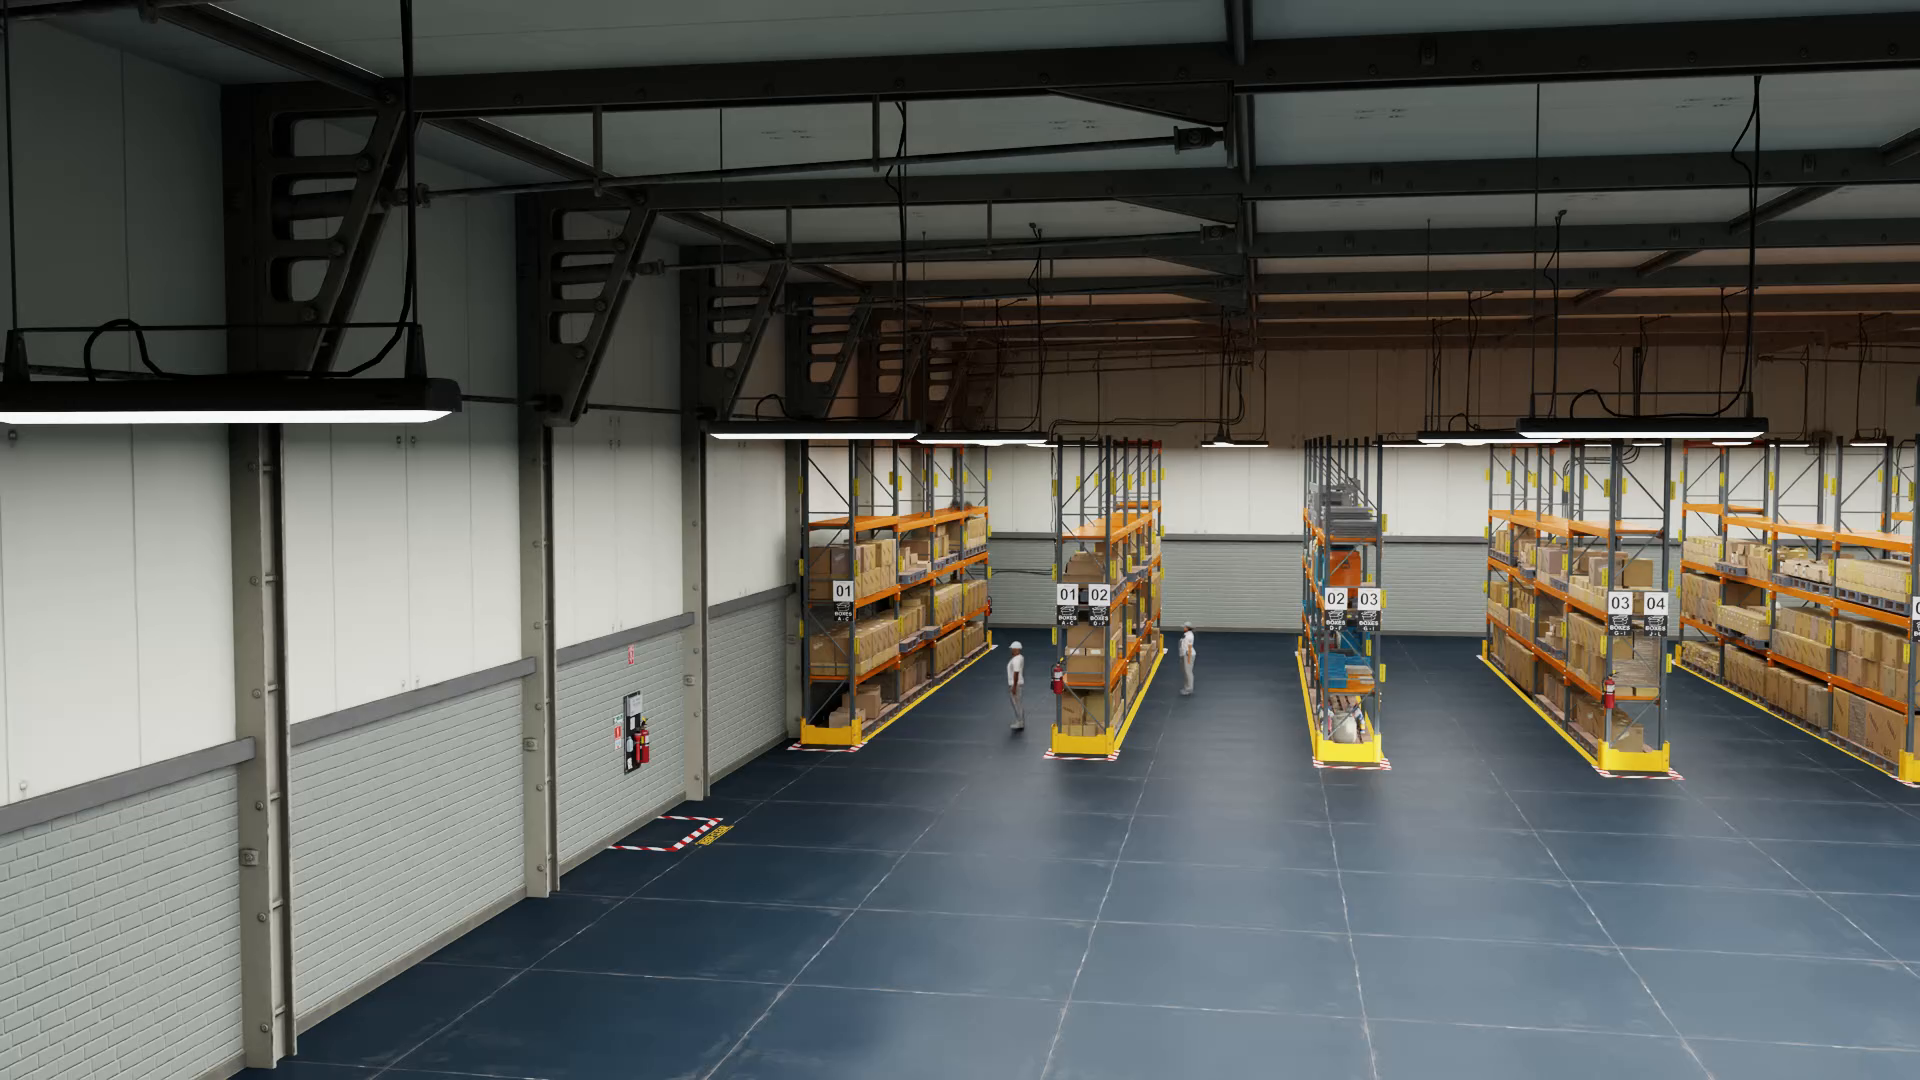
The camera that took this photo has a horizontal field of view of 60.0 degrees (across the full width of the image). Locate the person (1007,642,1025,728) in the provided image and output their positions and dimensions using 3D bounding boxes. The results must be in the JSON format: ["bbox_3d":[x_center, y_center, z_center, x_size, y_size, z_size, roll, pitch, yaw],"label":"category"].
[{"bbox_3d":[1.158,2.993,34.226,0.361,1.801,0.670,0,3,5],"label":"person"}]

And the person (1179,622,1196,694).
[{"bbox_3d":[5.353,2.774,39.257,0.420,1.673,0.560,-1,3,-10],"label":"person"}]

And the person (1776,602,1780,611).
[{"bbox_3d":[21.193,2.498,43.422,0.455,1.776,0.623,3,4,43],"label":"person"}]
